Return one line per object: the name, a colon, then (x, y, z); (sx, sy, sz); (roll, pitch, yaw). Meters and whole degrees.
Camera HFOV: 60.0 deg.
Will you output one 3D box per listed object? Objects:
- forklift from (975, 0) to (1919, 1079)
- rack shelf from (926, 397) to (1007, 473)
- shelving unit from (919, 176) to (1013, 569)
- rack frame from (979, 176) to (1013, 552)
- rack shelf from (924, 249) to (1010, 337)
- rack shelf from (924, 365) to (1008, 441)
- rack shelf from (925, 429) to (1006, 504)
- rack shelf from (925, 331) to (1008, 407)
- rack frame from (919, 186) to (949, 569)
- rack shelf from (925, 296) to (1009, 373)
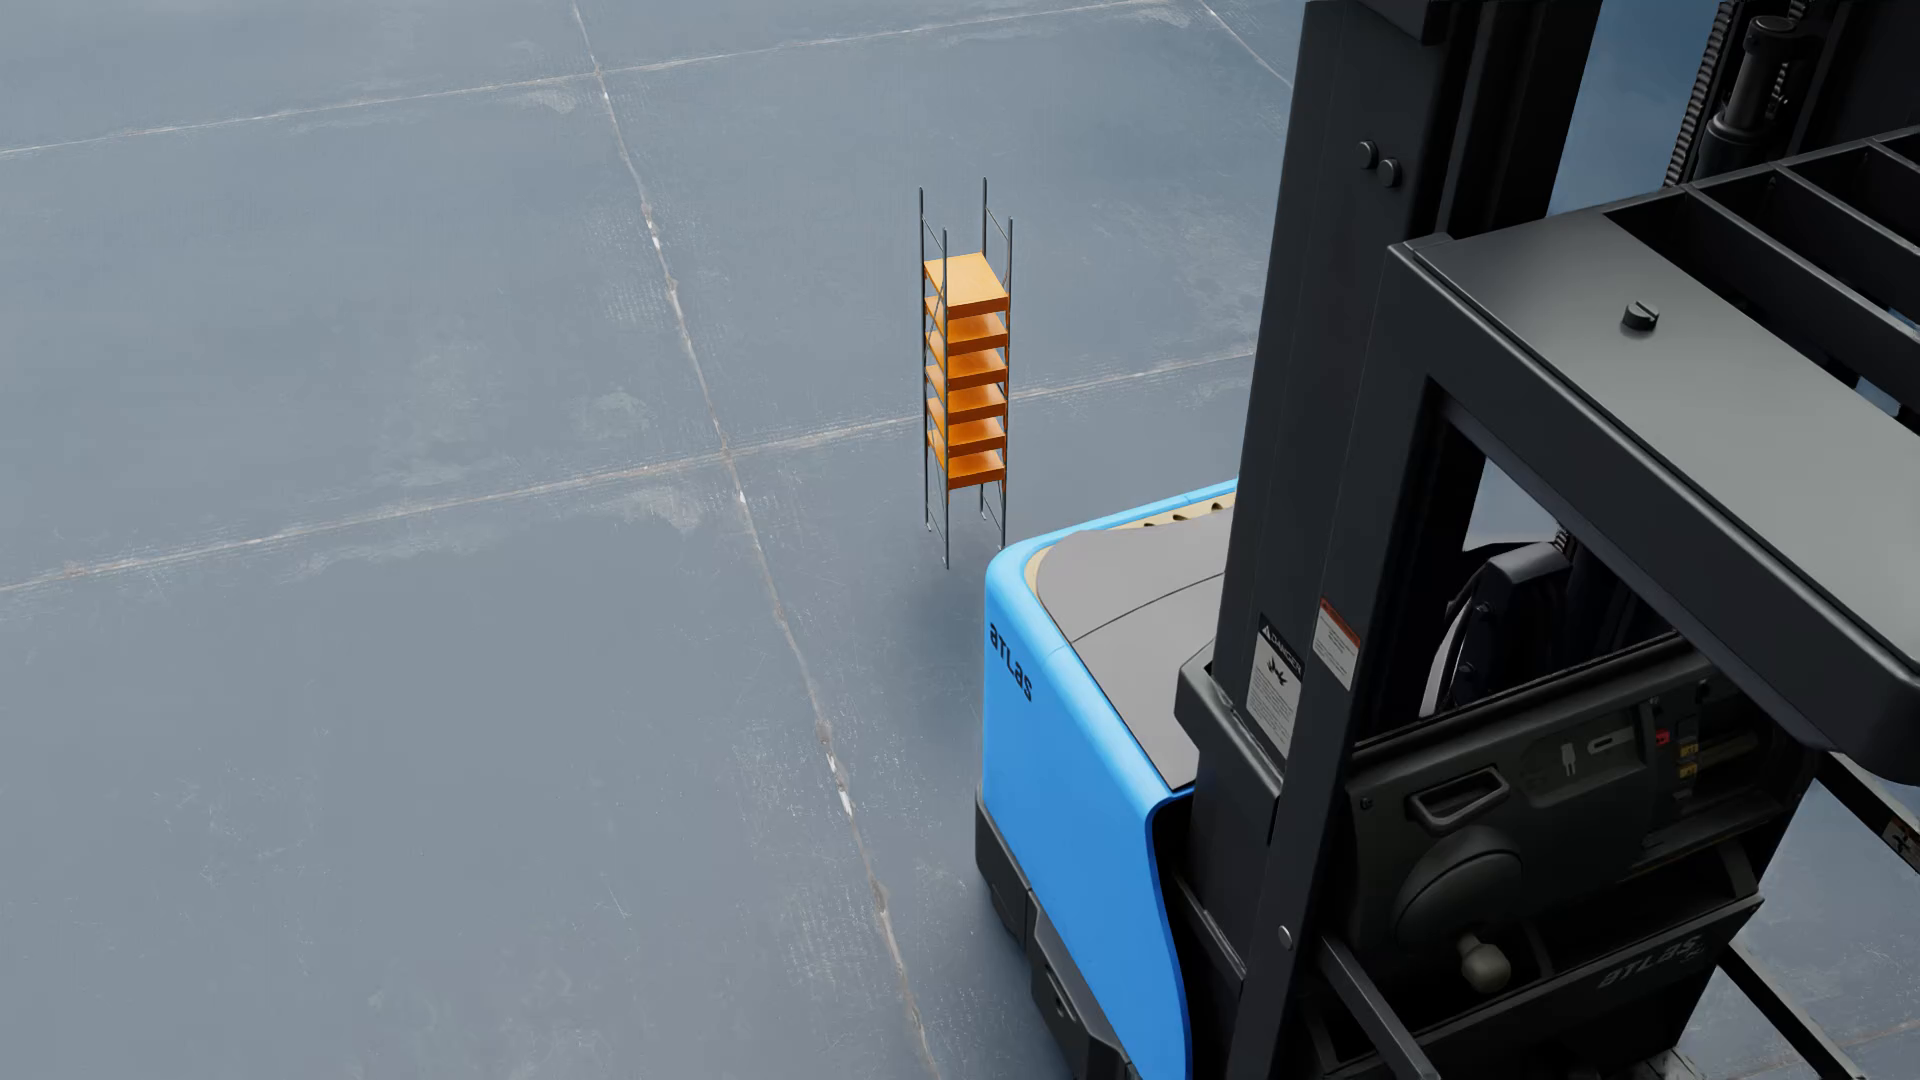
forklift: (1.091, 0.489, 2.463); (1.130, 2.935, 3.031); (-16, 44, -18)
rack shelf: (0.014, -0.331, 4.967); (0.180, 0.103, 0.258); (-12, 42, -13)
shelving unit: (0.014, -0.455, 4.859); (0.189, 1.200, 0.258); (-12, 42, -13)
rack frame: (0.101, -0.473, 4.879); (0.006, 1.200, 0.240); (-12, 42, -13)
rack shelf: (0.014, -0.692, 4.651); (0.180, 0.103, 0.258); (-12, 42, -13)
rack shelf: (0.014, -0.421, 4.888); (0.180, 0.103, 0.258); (-12, 42, -13)
rack shelf: (0.014, -0.241, 5.046); (0.180, 0.103, 0.258); (-12, 42, -13)
rack shelf: (0.014, -0.512, 4.809); (0.180, 0.103, 0.258); (-12, 42, -13)
rack frame: (-0.073, -0.437, 4.838); (0.006, 1.200, 0.240); (-12, 42, -13)
rack shelf: (0.014, -0.602, 4.730); (0.180, 0.103, 0.258); (-12, 42, -13)
